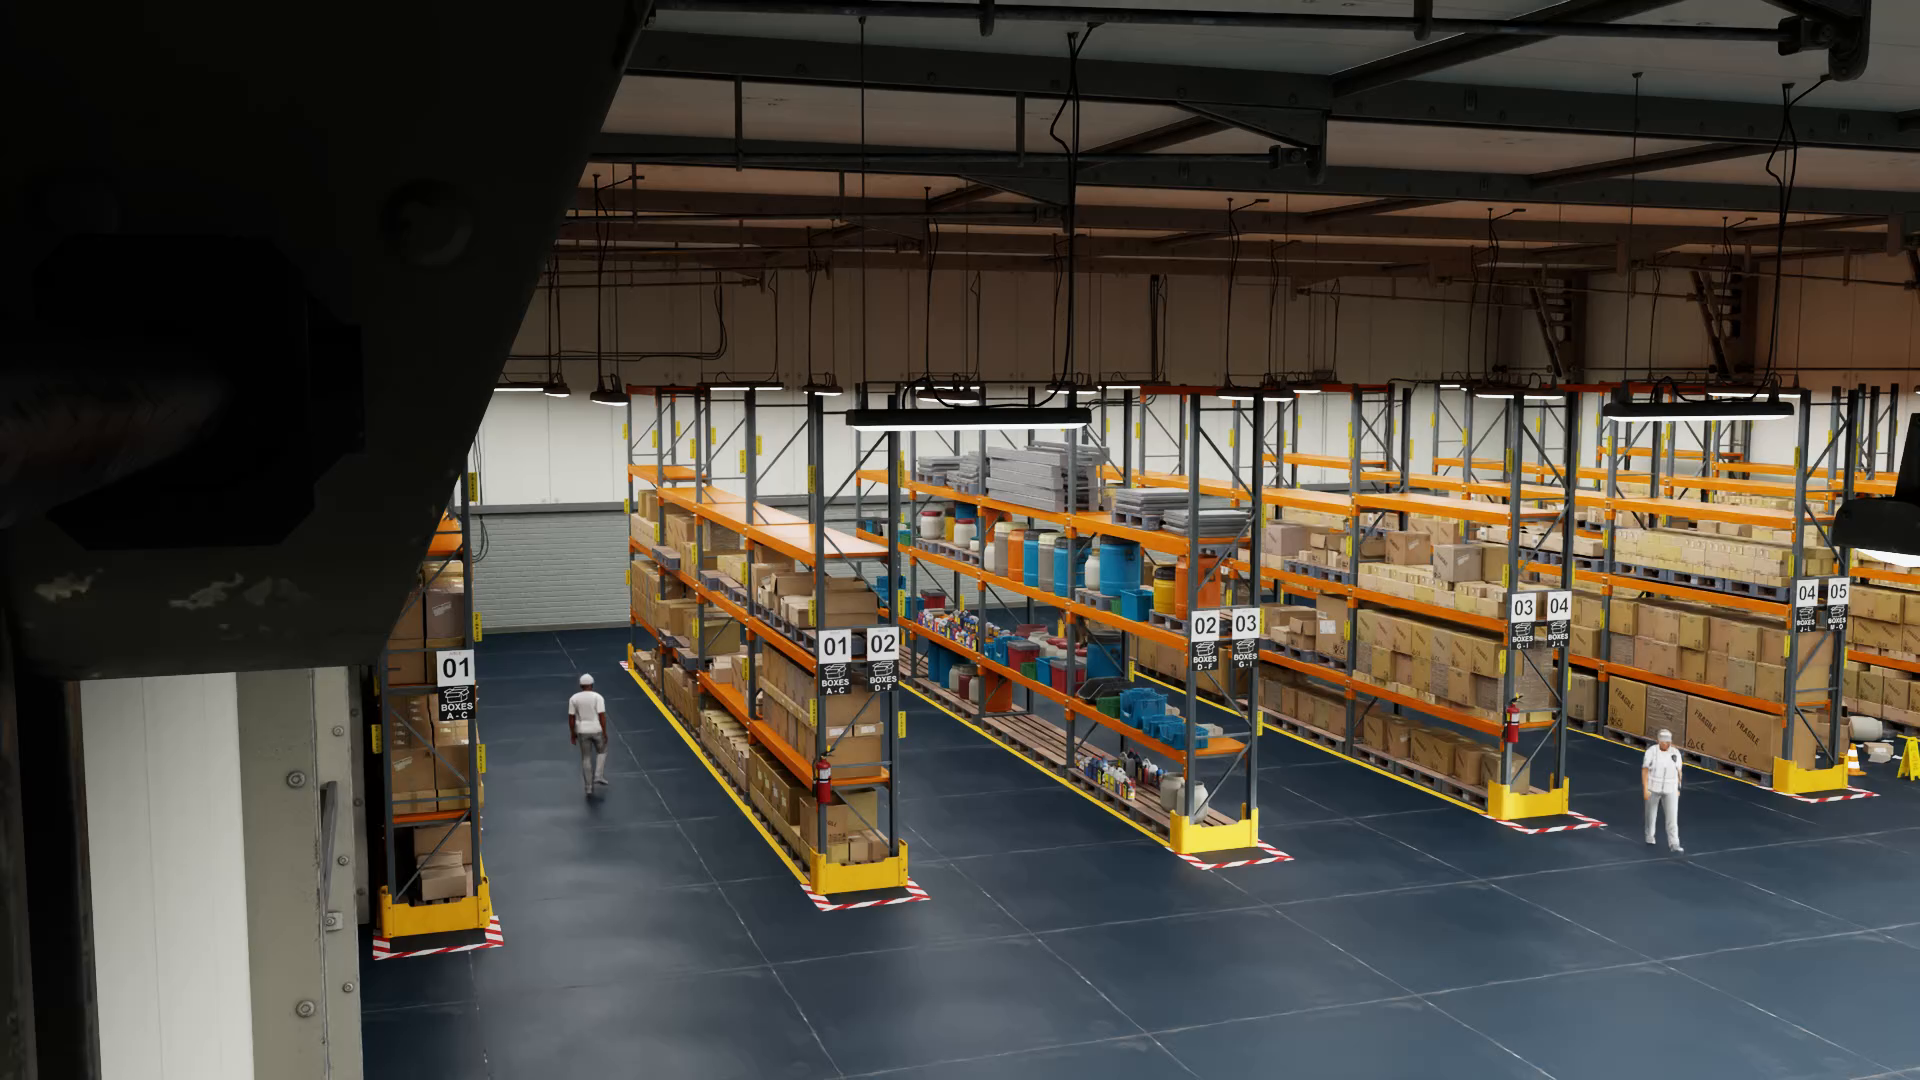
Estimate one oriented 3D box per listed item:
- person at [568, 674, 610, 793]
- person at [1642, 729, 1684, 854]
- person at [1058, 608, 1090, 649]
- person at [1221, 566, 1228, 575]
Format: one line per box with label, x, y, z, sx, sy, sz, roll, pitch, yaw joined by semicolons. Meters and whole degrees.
person;-5.555;2.882;24.881;0.592;1.751;0.481;-1;6;-7
person;9.185;3.274;21.753;0.502;1.602;1.060;2;6;19
person;2.441;1.773;35.236;0.753;1.631;0.613;-1;6;-8
person;6.554;1.053;42.650;0.627;1.716;1.207;1;6;12
